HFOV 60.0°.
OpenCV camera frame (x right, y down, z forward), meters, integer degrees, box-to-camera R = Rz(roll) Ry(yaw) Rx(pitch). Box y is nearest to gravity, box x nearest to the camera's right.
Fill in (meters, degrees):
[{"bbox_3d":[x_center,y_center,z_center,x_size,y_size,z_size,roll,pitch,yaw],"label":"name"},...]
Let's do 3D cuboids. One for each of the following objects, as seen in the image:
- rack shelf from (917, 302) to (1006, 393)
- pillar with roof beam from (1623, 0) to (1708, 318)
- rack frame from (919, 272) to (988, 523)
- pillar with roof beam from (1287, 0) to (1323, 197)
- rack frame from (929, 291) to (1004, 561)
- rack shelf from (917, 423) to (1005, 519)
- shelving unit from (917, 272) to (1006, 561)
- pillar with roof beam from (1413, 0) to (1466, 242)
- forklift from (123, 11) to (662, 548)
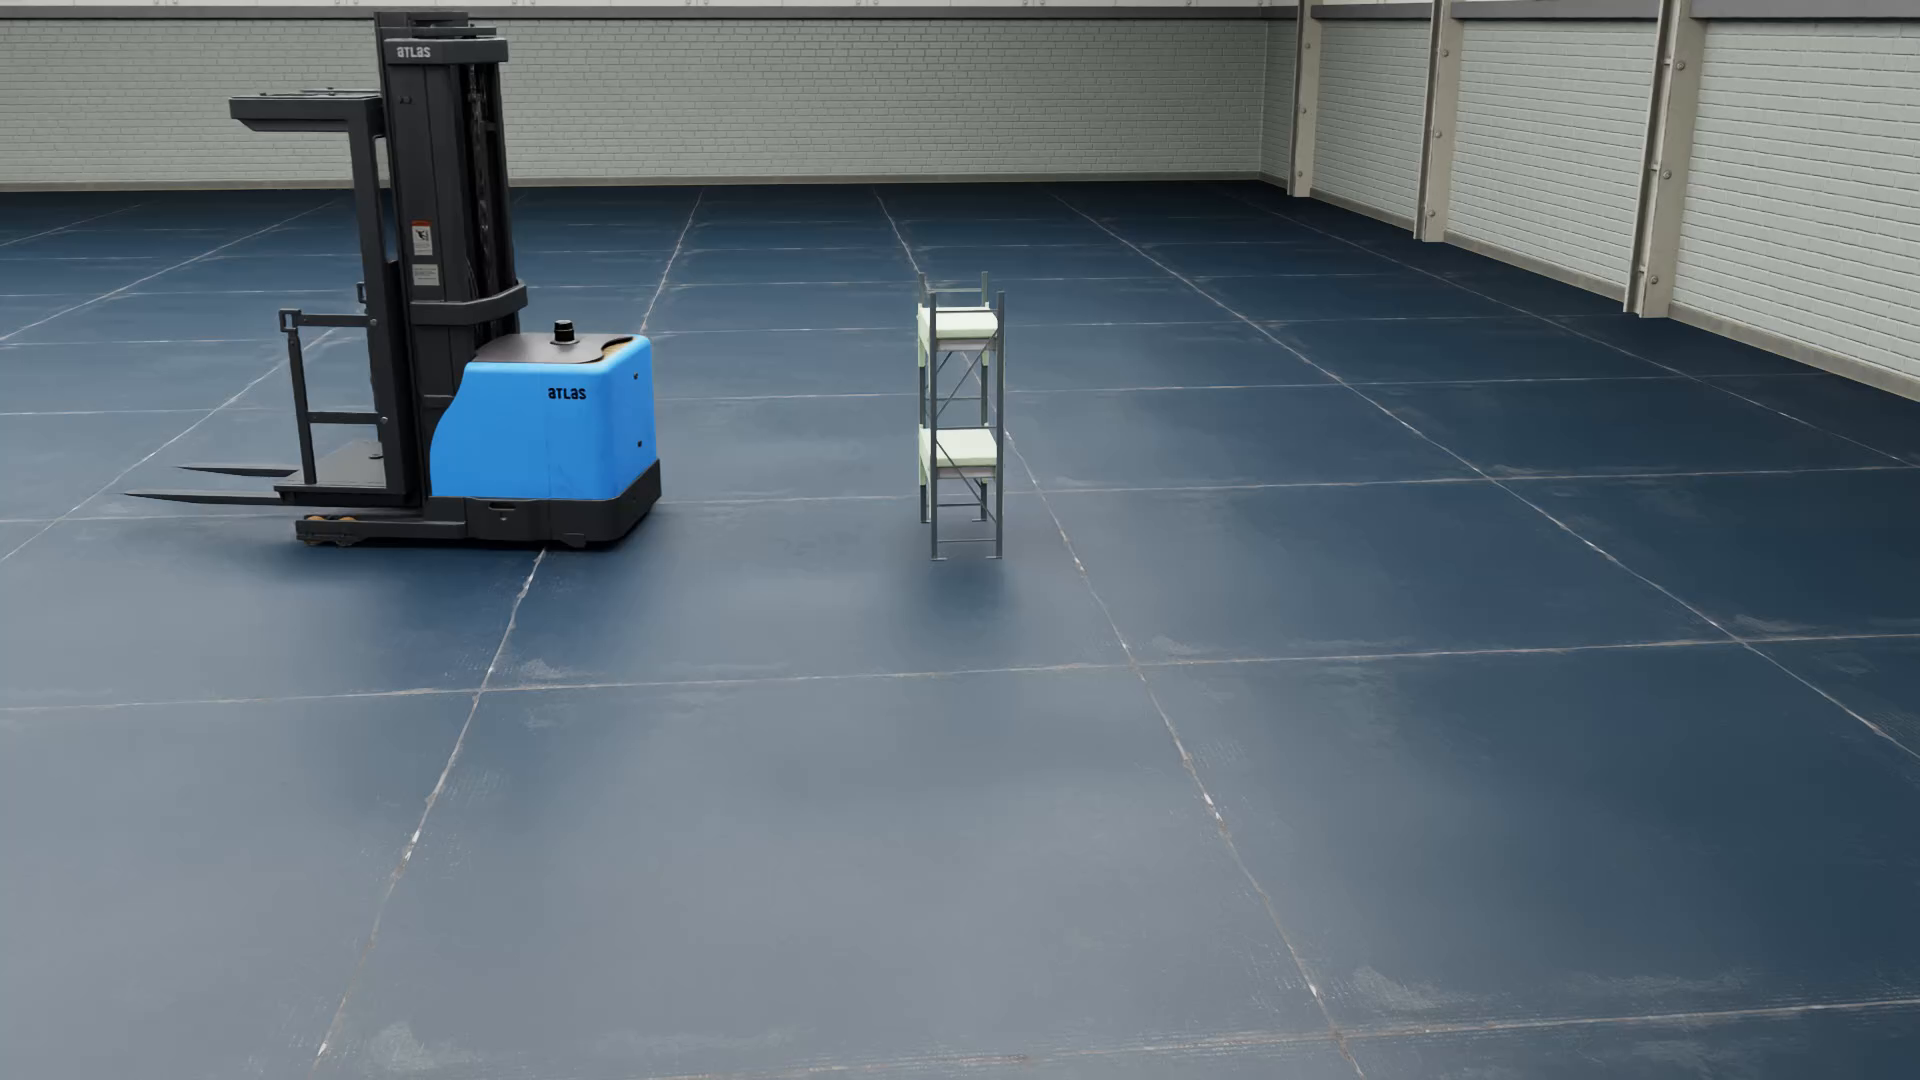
[{"bbox_3d":[-0.001,-1.090,9.342,0.431,0.370,0.720,-2,18,-6],"label":"rack shelf"},{"bbox_3d":[2.758,-6.476,15.283,9.100,9.000,0.400,-2,18,-6],"label":"pillar with roof beam"},{"bbox_3d":[-0.038,-0.827,9.806,0.400,1.500,0.023,-2,18,-6],"label":"rack frame"},{"bbox_3d":[1.520,-10.052,26.671,9.100,9.000,0.400,-2,18,-6],"label":"pillar with roof beam"},{"bbox_3d":[0.037,-0.609,9.111,0.400,1.500,0.023,-2,18,-6],"label":"rack frame"},{"bbox_3d":[-0.001,-0.407,9.556,0.431,0.370,0.720,-2,18,-6],"label":"rack shelf"},{"bbox_3d":[-0.001,-0.718,9.459,0.431,1.500,0.755,-2,18,-6],"label":"shelving unit"},{"bbox_3d":[2.139,-8.264,20.977,9.100,9.000,0.400,-2,18,-6],"label":"pillar with roof beam"},{"bbox_3d":[-3.399,-1.517,9.617,3.031,2.935,1.130,2,17,5],"label":"forklift"}]
